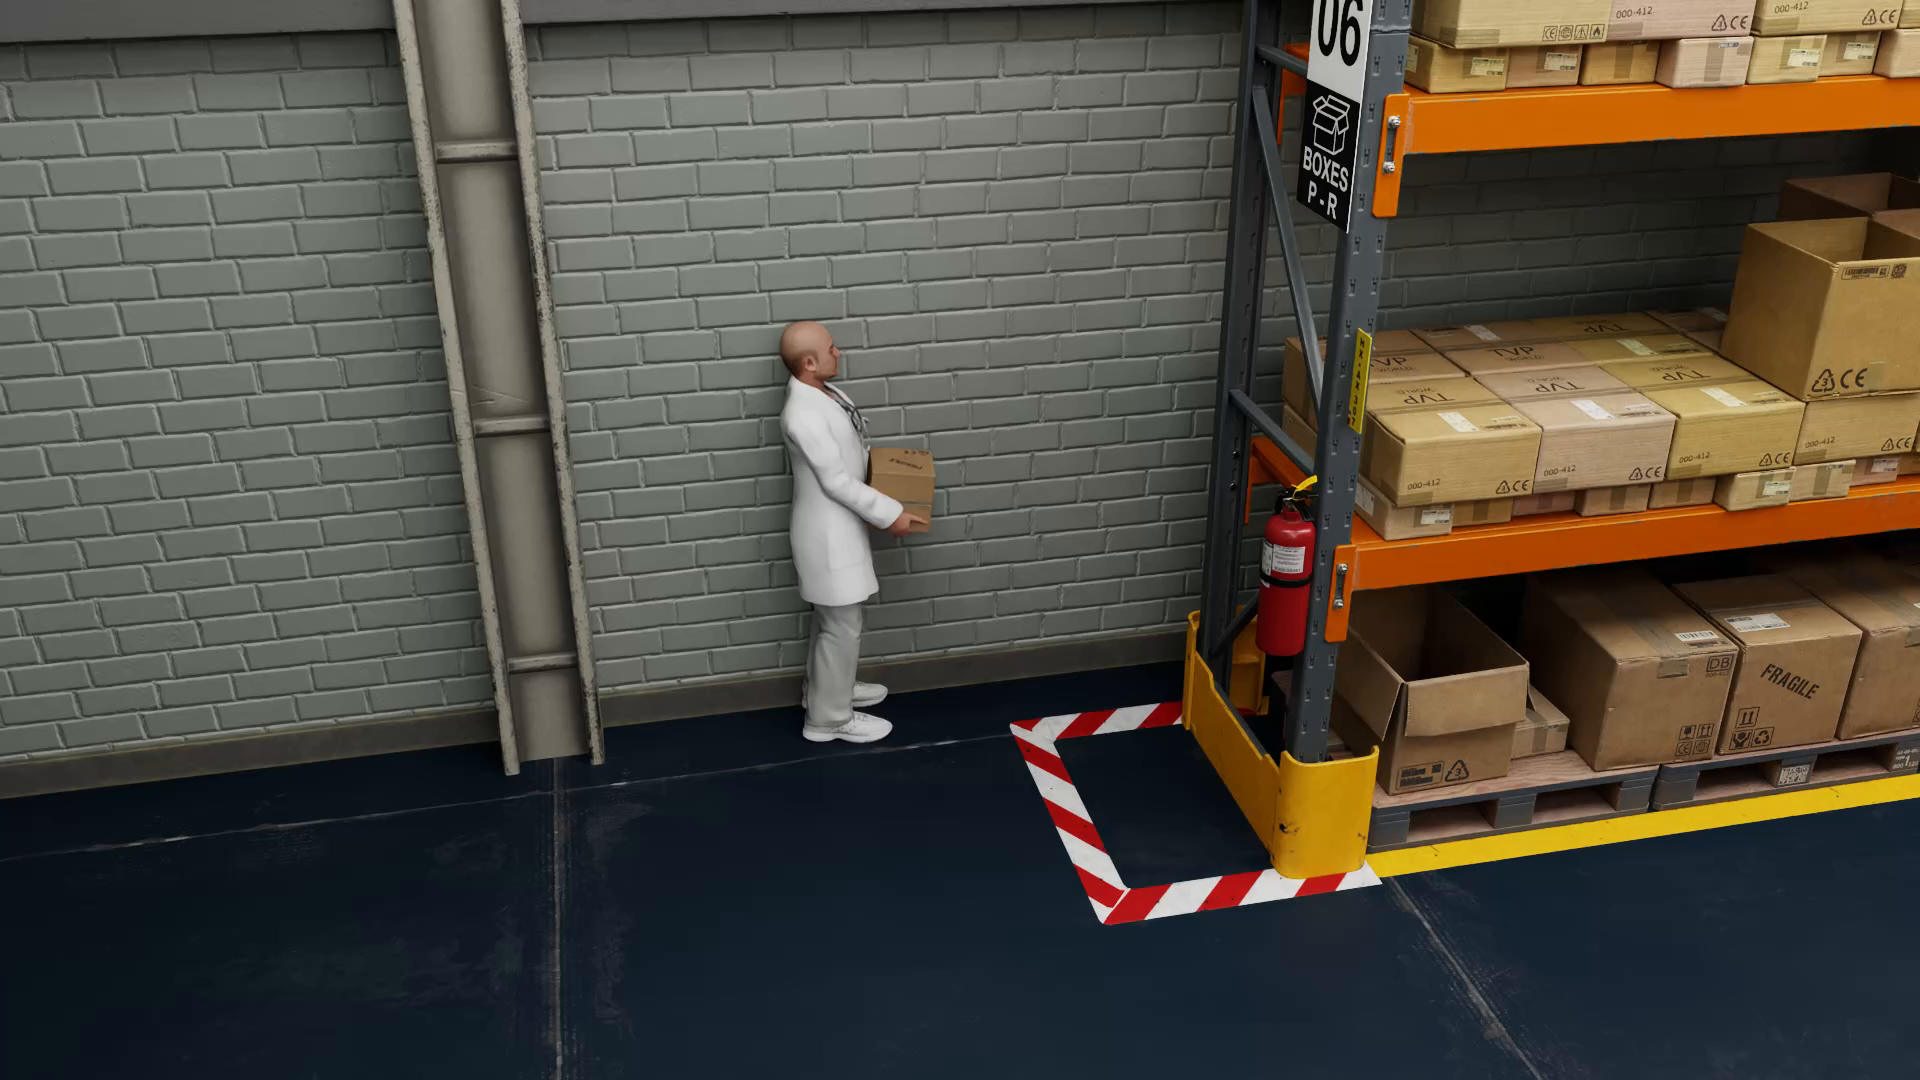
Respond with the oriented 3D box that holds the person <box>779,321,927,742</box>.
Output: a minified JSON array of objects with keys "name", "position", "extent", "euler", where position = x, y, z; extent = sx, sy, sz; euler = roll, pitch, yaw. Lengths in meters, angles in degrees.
[{"name":"person","position":[-0.421,-0.035,6.709],"extent":[0.557,1.772,0.530],"euler":[-2,26,-5]}]
